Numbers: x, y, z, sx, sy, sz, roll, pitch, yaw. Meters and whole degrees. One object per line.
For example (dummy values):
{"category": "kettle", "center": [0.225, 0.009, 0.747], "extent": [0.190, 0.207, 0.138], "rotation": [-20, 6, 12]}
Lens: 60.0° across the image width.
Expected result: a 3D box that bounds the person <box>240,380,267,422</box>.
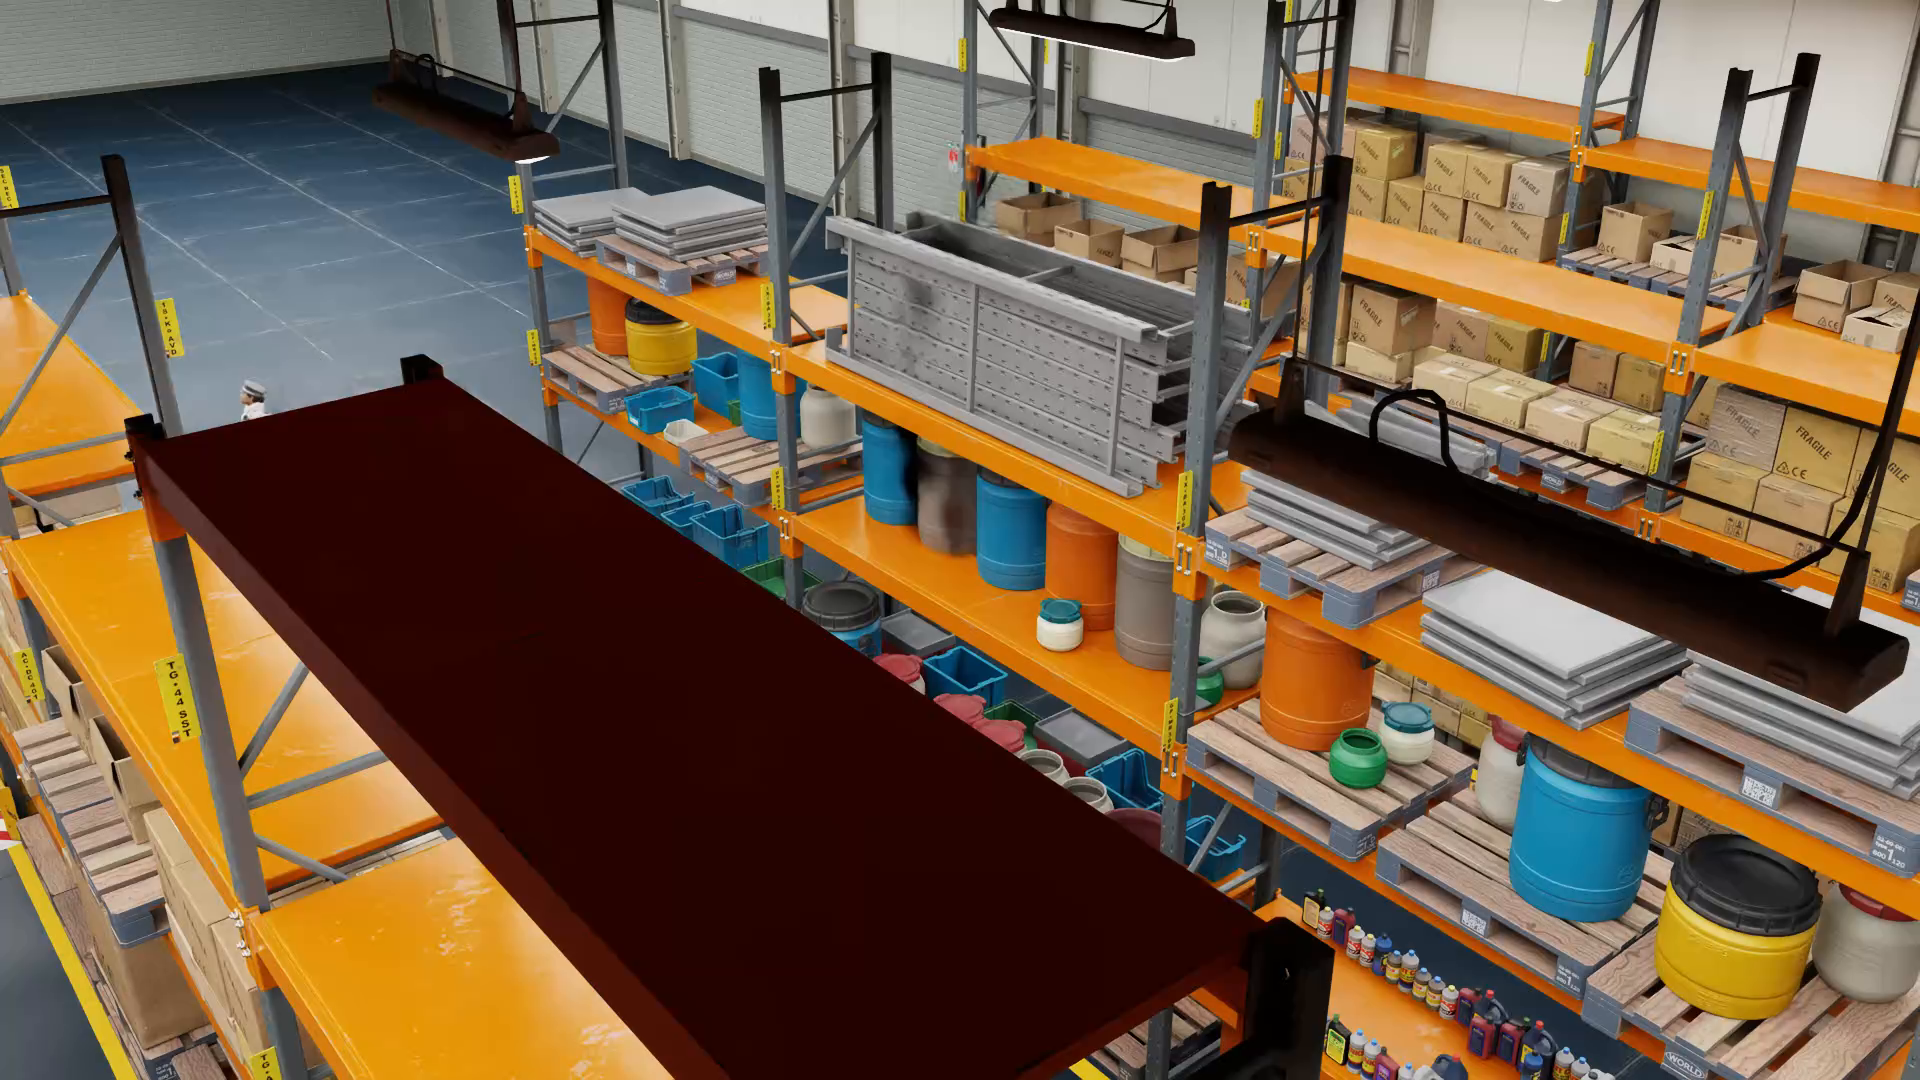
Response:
{"category": "person", "center": [-7.693, -0.986, 18.444], "extent": [0.976, 1.688, 0.597], "rotation": [-6, 26, -12]}
